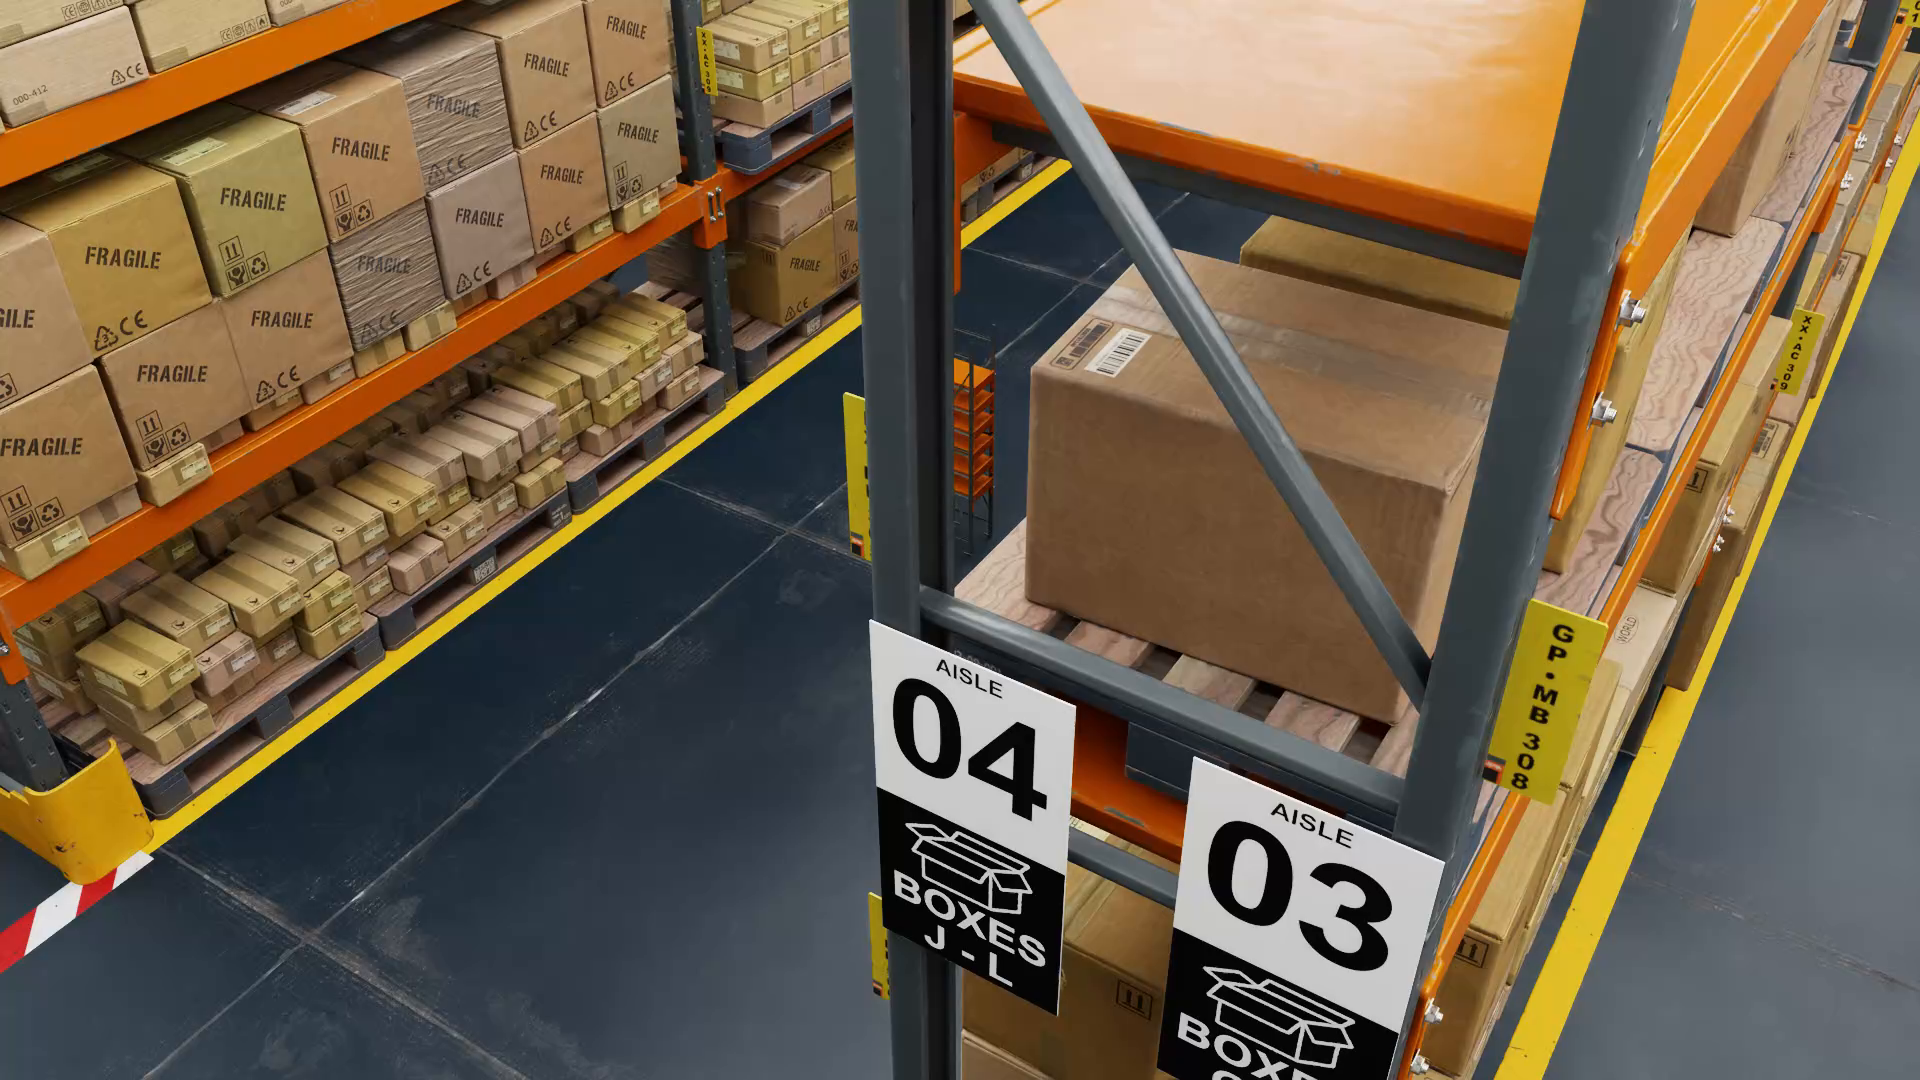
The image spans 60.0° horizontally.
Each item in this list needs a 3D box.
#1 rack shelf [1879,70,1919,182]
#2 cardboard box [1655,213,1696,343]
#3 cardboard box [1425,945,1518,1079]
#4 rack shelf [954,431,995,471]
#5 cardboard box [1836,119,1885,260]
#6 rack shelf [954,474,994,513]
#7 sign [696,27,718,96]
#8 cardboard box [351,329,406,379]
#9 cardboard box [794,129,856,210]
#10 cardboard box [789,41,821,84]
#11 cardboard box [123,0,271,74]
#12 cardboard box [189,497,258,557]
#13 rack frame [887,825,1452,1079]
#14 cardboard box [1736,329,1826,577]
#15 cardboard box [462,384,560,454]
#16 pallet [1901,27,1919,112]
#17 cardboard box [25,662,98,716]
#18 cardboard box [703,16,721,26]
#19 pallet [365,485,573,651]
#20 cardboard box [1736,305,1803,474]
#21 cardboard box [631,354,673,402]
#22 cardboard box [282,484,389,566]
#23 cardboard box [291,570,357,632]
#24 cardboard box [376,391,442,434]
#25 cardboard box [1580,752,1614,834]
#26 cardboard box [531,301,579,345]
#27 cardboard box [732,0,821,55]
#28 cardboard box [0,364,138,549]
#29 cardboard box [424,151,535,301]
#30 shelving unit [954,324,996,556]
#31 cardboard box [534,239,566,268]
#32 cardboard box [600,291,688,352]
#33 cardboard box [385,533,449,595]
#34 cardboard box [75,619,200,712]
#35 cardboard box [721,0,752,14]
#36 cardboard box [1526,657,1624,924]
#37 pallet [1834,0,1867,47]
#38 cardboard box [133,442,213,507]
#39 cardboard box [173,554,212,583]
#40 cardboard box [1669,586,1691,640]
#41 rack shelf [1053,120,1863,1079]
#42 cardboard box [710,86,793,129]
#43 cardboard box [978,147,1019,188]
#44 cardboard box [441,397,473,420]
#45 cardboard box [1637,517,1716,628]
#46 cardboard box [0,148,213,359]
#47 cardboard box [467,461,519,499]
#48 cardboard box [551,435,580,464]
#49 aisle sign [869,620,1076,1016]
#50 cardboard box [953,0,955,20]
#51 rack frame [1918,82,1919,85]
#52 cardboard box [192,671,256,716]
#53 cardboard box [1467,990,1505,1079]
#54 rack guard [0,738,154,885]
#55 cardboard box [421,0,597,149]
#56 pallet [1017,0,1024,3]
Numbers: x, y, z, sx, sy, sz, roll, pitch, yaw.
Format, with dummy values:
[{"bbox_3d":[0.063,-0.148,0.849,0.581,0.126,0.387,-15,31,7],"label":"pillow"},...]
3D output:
[{"bbox_3d":[5.665,-3.269,10.563,1.077,0.370,4.000,21,42,25],"label":"rack shelf"},{"bbox_3d":[1.180,-0.651,3.613,0.700,0.500,0.500,18,41,22],"label":"cardboard box"},{"bbox_3d":[1.065,1.113,4.168,0.500,0.250,0.500,21,42,25],"label":"cardboard box"},{"bbox_3d":[0.008,-0.447,7.860,0.258,0.103,0.180,21,42,25],"label":"rack shelf"},{"bbox_3d":[3.991,-1.703,7.860,0.500,0.500,0.500,20,42,24],"label":"cardboard box"},{"bbox_3d":[0.008,-0.257,8.006,0.258,0.103,0.180,21,42,25],"label":"rack shelf"},{"bbox_3d":[-1.221,-2.305,8.013,0.100,0.325,0.005,21,42,25],"label":"sign"},{"bbox_3d":[-2.583,-0.855,7.047,0.380,0.149,0.250,23,43,27],"label":"cardboard box"},{"bbox_3d":[-0.781,-2.179,9.648,0.500,0.250,0.500,22,43,26],"label":"cardboard box"},{"bbox_3d":[-0.947,-2.507,8.603,0.380,0.149,0.250,20,42,24],"label":"cardboard box"},{"bbox_3d":[-2.819,-1.890,5.850,0.500,0.250,0.500,20,42,24],"label":"cardboard box"},{"bbox_3d":[-3.350,-0.101,7.367,0.380,0.149,0.250,19,42,23],"label":"cardboard box"},{"bbox_3d":[0.307,1.601,3.656,1.000,3.000,0.127,21,42,25],"label":"rack frame"},{"bbox_3d":[3.254,-0.583,7.886,1.225,0.875,0.875,20,42,24],"label":"cardboard box"},{"bbox_3d":[-2.157,-0.586,7.997,0.380,0.149,0.250,19,42,23],"label":"cardboard box"},{"bbox_3d":[4.885,-2.849,9.586,1.213,0.211,1.003,21,42,25],"label":"pallet"},{"bbox_3d":[-3.721,0.550,7.011,0.380,0.149,0.250,22,43,26],"label":"cardboard box"},{"bbox_3d":[-1.497,-2.726,8.887,0.380,0.149,0.250,21,43,25],"label":"cardboard box"},{"bbox_3d":[-2.666,-0.042,8.071,1.003,0.211,1.213,21,42,25],"label":"pallet"},{"bbox_3d":[2.908,-0.656,6.502,0.500,0.500,0.500,21,42,25],"label":"cardboard box"},{"bbox_3d":[-1.718,-0.881,8.622,0.380,0.149,0.250,19,42,23],"label":"cardboard box"},{"bbox_3d":[-2.750,-0.070,7.327,0.380,0.149,0.250,23,43,27],"label":"cardboard box"},{"bbox_3d":[-2.849,0.211,7.207,0.380,0.149,0.250,23,43,26],"label":"cardboard box"},{"bbox_3d":[-2.737,-0.616,8.035,0.380,0.149,0.250,19,42,23],"label":"cardboard box"},{"bbox_3d":[1.738,0.696,5.035,0.380,0.149,0.250,22,43,26],"label":"cardboard box"},{"bbox_3d":[-2.241,-1.176,8.762,0.380,0.149,0.250,23,43,27],"label":"cardboard box"},{"bbox_3d":[-0.940,-2.636,8.527,0.380,0.149,0.250,22,43,26],"label":"cardboard box"},{"bbox_3d":[-3.353,-0.372,5.890,0.500,0.500,0.500,23,43,27],"label":"cardboard box"},{"bbox_3d":[-2.251,-1.428,7.259,0.500,0.500,0.500,21,42,25],"label":"cardboard box"},{"bbox_3d":[0.008,-0.483,7.833,0.258,1.200,0.189,21,42,25],"label":"shelving unit"},{"bbox_3d":[-2.075,-1.415,7.774,0.380,0.149,0.250,20,42,24],"label":"cardboard box"},{"bbox_3d":[-1.654,-1.140,8.715,0.380,0.149,0.250,22,43,26],"label":"cardboard box"},{"bbox_3d":[-2.585,0.073,7.629,0.380,0.149,0.250,19,42,23],"label":"cardboard box"},{"bbox_3d":[-3.259,0.495,6.595,0.380,0.149,0.250,19,42,23],"label":"cardboard box"},{"bbox_3d":[-1.350,-2.980,8.973,0.380,0.149,0.250,20,42,24],"label":"cardboard box"},{"bbox_3d":[1.333,0.560,4.272,0.500,0.500,0.500,20,42,24],"label":"cardboard box"},{"bbox_3d":[2.900,-2.062,6.107,0.805,0.209,1.217,19,42,23],"label":"pallet"},{"bbox_3d":[-3.085,-0.300,6.327,0.380,0.149,0.250,20,42,24],"label":"cardboard box"},{"bbox_3d":[-3.508,0.138,7.302,0.380,0.149,0.250,19,42,23],"label":"cardboard box"},{"bbox_3d":[2.288,0.168,5.721,0.380,0.149,0.250,20,42,24],"label":"cardboard box"},{"bbox_3d":[1.379,-0.333,4.297,1.077,0.370,4.000,21,42,25],"label":"rack shelf"},{"bbox_3d":[-1.084,-2.255,8.520,0.380,0.149,0.250,19,42,23],"label":"cardboard box"},{"bbox_3d":[0.046,-2.683,10.916,0.500,0.500,0.500,23,43,27],"label":"cardboard box"},{"bbox_3d":[-2.622,-0.639,8.309,0.380,0.149,0.250,23,43,27],"label":"cardboard box"},{"bbox_3d":[2.160,0.062,5.532,0.500,0.250,0.500,22,43,26],"label":"cardboard box"},{"bbox_3d":[-3.097,-1.034,5.929,0.500,0.500,0.500,22,43,26],"label":"cardboard box"},{"bbox_3d":[-2.345,-0.370,7.960,0.380,0.149,0.250,19,42,23],"label":"cardboard box"},{"bbox_3d":[-2.147,-0.499,8.371,0.380,0.149,0.250,20,42,24],"label":"cardboard box"},{"bbox_3d":[0.016,0.510,2.941,0.394,0.787,0.004,21,42,25],"label":"aisle sign"},{"bbox_3d":[-0.251,-3.059,9.562,0.380,0.149,0.250,19,42,23],"label":"cardboard box"},{"bbox_3d":[6.736,-4.585,11.680,1.000,3.000,0.127,21,42,25],"label":"rack frame"},{"bbox_3d":[-3.204,0.562,6.994,0.380,0.149,0.250,21,42,25],"label":"cardboard box"},{"bbox_3d":[1.188,1.226,4.348,0.380,0.149,0.250,21,42,24],"label":"cardboard box"},{"bbox_3d":[-3.786,0.877,6.642,1.175,0.500,0.348,21,42,25],"label":"rack guard"},{"bbox_3d":[-1.979,-2.090,7.299,0.500,0.500,0.500,20,42,24],"label":"cardboard box"},{"bbox_3d":[0.168,-3.719,10.715,1.213,0.211,1.003,21,42,25],"label":"pallet"}]
